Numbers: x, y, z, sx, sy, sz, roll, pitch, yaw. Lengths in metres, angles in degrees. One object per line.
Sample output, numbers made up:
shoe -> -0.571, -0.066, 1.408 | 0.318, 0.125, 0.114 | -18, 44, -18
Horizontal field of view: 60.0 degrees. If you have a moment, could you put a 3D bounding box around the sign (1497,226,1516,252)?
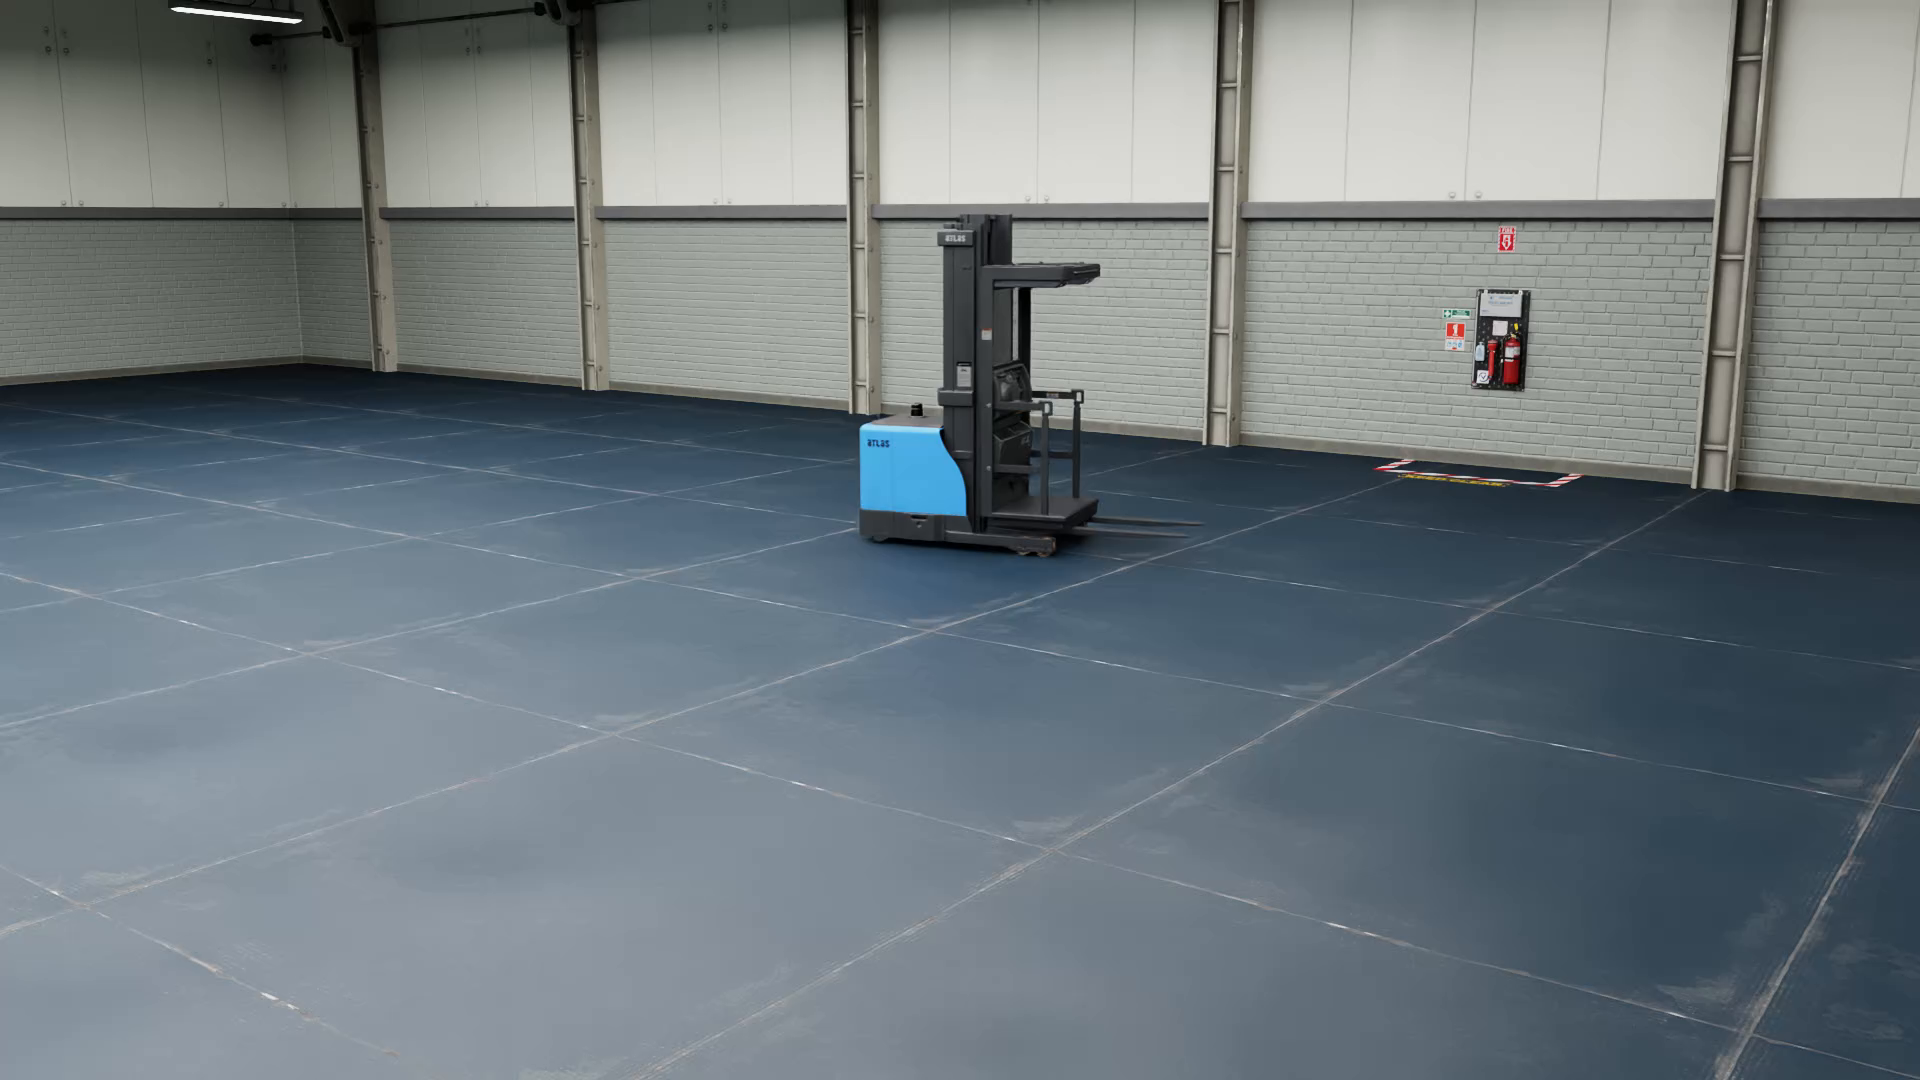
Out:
sign -> 6.326, -3.480, 19.236 | 0.199, 0.298, 0.001 | 8, 13, 36

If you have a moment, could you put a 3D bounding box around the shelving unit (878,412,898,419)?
shelving unit -> -0.627, -0.692, 16.060 | 0.215, 1.050, 0.252 | 11, 15, 44

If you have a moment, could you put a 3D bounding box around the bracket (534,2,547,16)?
bracket -> -6.810, -8.770, 27.416 | 0.430, 0.232, 0.235 | 8, 13, 36

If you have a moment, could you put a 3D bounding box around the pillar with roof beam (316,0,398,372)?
pillar with roof beam -> -13.650, -7.026, 27.877 | 0.548, 9.000, 9.100 | 8, 13, 36

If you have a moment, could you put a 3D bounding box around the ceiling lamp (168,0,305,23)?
ceiling lamp -> -10.923, -9.357, 24.559 | 0.800, 3.185, 2.000 | 8, 13, 36

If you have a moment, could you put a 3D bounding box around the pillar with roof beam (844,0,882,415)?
pillar with roof beam -> -3.978, -5.677, 20.904 | 0.400, 9.000, 9.100 | 8, 13, 36

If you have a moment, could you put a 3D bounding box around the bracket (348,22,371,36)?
bracket -> -10.977, -9.352, 30.420 | 0.430, 0.232, 0.235 | 8, 13, 36

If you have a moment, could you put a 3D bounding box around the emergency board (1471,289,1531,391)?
emergency board -> 6.273, -2.325, 19.373 | 0.643, 1.169, 0.194 | 8, 13, 36

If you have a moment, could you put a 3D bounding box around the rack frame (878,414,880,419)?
rack frame -> -0.712, -0.675, 15.975 | 0.200, 1.050, 0.008 | 11, 15, 44

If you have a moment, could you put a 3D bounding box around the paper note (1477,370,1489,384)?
paper note -> 6.171, -1.923, 19.614 | 0.142, 0.148, 0.016 | 8, 13, 36

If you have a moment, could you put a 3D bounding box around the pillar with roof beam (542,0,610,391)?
pillar with roof beam -> -8.814, -6.352, 24.391 | 0.548, 9.000, 9.100 | 8, 13, 36

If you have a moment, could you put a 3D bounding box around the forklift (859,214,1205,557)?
forklift -> 0.654, -1.408, 14.811 | 3.031, 2.935, 1.130 | 4, 12, 20

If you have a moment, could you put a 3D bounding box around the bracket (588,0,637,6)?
bracket -> -4.065, -8.387, 25.436 | 4.783, 0.066, 0.076 | 8, 13, 36

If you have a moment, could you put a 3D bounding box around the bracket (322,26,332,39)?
bracket -> -11.646, -9.445, 30.902 | 0.430, 0.232, 0.235 | 8, 13, 36

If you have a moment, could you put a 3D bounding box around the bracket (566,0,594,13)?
bracket -> -6.141, -8.677, 26.933 | 0.430, 0.232, 0.235 | 8, 13, 36

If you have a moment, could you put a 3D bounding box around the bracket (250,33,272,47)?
bracket -> -13.557, -9.711, 32.280 | 0.430, 0.232, 0.235 | 8, 13, 36

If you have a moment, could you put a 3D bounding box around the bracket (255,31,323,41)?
bracket -> -13.080, -9.645, 31.936 | 3.189, 0.066, 0.076 | 8, 13, 36

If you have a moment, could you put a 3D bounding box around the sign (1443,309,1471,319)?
sign -> 5.887, -2.679, 19.712 | 0.331, 0.109, 0.001 | 8, 13, 36

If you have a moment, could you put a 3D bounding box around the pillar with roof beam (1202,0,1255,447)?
pillar with roof beam -> 0.858, -5.003, 17.417 | 0.400, 9.000, 9.100 | 8, 13, 36

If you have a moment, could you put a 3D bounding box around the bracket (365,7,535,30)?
bracket -> -8.901, -9.062, 28.923 | 4.783, 0.066, 0.076 | 8, 13, 36

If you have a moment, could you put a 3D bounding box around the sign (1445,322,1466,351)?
sign -> 5.889, -2.421, 19.772 | 0.234, 0.329, 0.001 | 8, 13, 36

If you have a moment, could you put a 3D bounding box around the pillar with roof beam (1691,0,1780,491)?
pillar with roof beam -> 5.694, -4.328, 13.930 | 0.400, 9.000, 9.100 | 8, 13, 36
